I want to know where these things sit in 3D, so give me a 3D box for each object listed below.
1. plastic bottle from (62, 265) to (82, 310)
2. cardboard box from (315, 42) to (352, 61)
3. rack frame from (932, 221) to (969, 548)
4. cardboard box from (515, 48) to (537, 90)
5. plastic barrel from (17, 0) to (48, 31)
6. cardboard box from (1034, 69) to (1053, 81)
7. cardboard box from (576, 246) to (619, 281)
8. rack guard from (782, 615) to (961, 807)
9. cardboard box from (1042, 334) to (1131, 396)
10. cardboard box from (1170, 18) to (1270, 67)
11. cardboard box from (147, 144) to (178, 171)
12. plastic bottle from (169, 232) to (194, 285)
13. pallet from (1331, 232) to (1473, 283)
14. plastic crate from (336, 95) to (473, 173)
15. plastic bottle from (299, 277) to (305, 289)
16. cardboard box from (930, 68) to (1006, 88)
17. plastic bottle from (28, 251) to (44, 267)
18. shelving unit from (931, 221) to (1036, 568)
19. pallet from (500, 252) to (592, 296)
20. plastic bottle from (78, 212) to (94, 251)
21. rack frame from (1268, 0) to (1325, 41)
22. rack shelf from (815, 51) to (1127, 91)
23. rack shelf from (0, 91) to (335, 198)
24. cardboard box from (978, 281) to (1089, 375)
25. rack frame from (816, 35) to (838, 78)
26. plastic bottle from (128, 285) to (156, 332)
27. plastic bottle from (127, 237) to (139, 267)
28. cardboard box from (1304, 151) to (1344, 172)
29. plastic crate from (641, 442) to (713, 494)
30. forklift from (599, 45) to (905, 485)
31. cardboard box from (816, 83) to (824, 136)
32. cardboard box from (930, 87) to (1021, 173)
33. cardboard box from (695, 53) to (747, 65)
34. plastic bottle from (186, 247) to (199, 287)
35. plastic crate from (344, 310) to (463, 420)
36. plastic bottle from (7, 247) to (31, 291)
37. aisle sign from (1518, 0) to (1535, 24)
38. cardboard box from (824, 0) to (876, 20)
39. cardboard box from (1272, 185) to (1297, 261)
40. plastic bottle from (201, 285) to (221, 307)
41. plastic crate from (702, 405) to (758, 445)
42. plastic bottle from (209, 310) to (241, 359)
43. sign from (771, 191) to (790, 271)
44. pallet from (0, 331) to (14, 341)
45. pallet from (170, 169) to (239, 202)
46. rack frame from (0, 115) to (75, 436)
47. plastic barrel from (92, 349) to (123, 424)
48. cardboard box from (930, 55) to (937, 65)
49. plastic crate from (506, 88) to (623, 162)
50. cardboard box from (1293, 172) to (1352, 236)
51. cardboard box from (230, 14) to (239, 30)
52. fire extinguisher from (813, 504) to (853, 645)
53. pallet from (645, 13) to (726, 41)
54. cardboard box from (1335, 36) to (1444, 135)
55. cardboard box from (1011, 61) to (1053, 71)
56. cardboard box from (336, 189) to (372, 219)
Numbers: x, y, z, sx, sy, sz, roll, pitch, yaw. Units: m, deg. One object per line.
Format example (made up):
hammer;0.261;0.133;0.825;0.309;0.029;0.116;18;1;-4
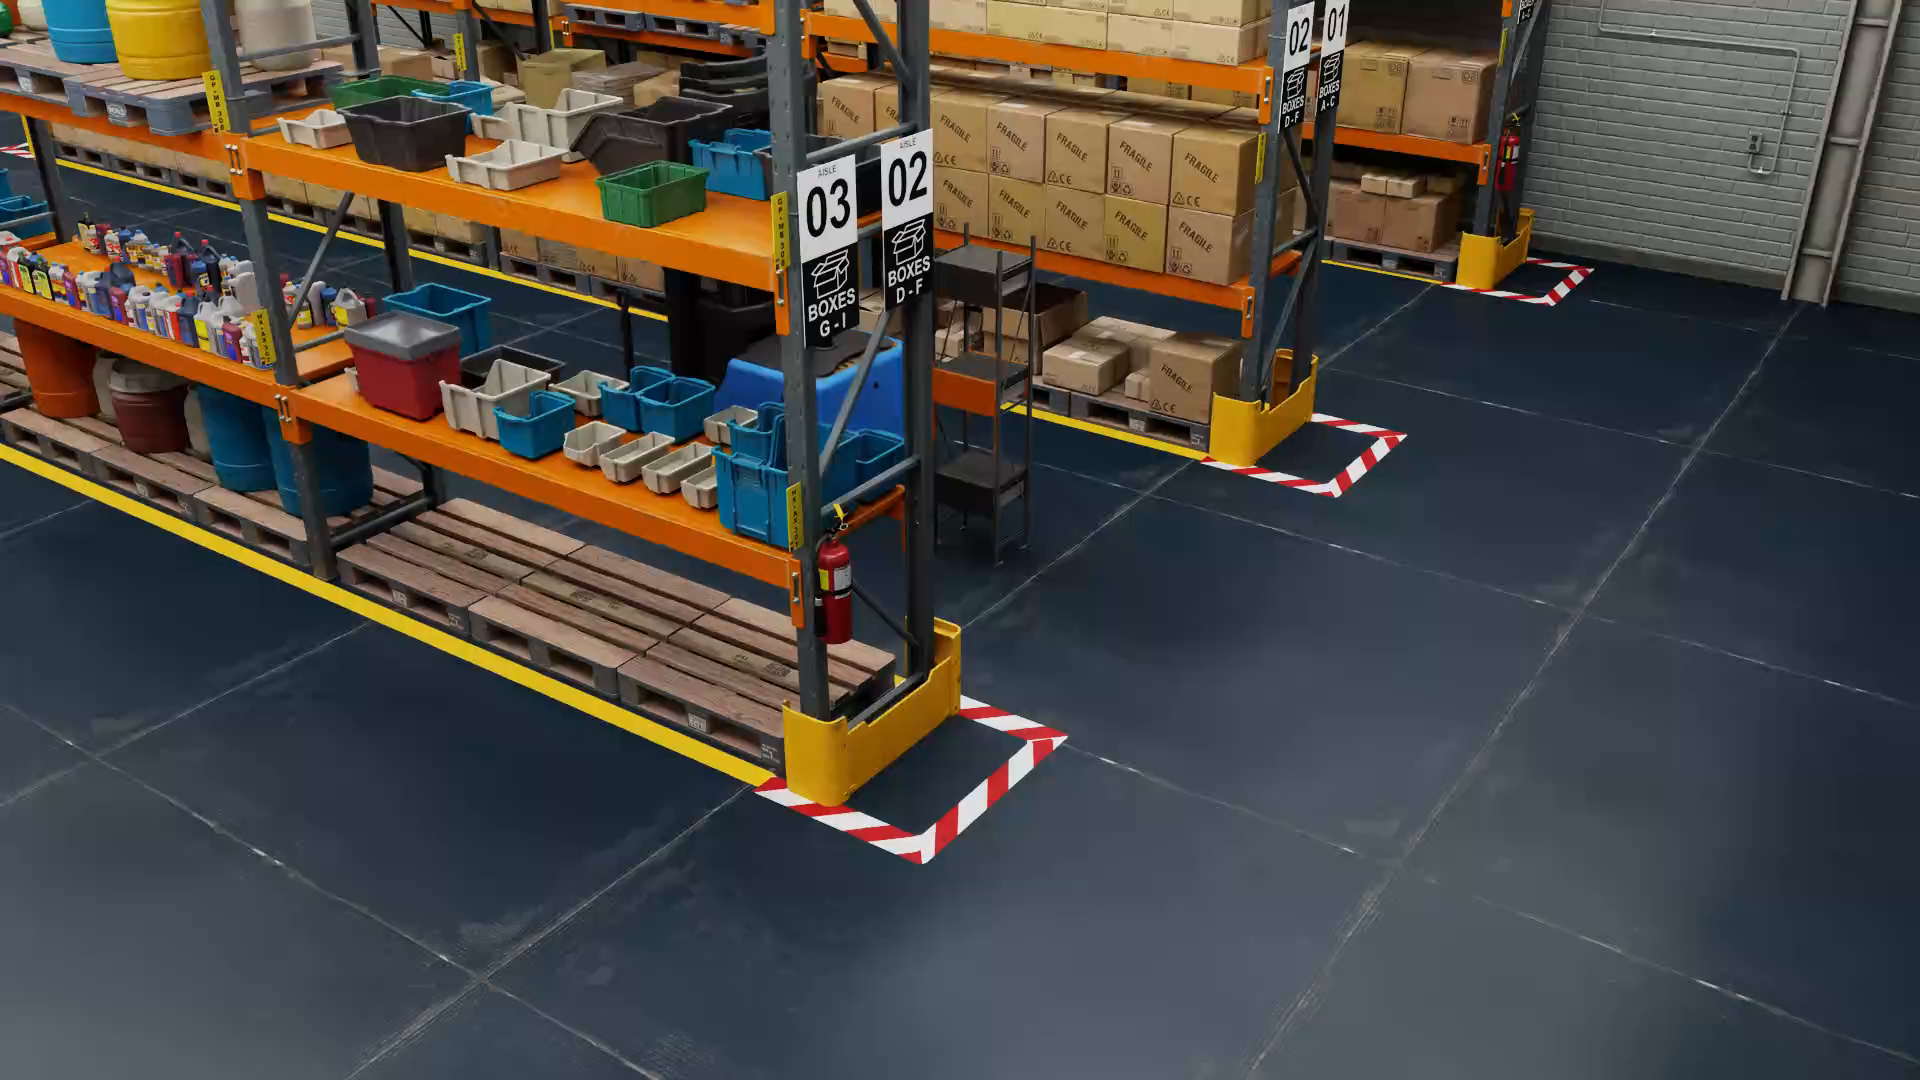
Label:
plastic bottle;-5.963;-1.699;11.184;0.133;0.283;0.061;17;32;30
cardboard box;-6.495;-4.881;17.198;0.500;0.500;0.500;20;33;34
rack frame;-0.065;-0.956;10.587;0.015;2.100;0.400;17;32;30
cardboard box;-5.630;-6.362;22.488;0.500;0.500;0.500;15;30;27
plastic barrel;-6.097;-3.539;11.053;0.301;0.262;0.301;0;27;0
cardboard box;0.994;-4.991;17.779;0.250;0.149;0.380;18;32;32
cardboard box;-3.197;-2.743;15.378;0.500;0.500;0.500;17;31;30
rack guard;-0.442;0.873;8.758;0.348;0.500;1.175;17;32;30
cardboard box;0.984;-1.367;12.949;0.500;0.250;0.500;17;32;30
cardboard box;1.765;-3.397;11.250;0.500;0.250;0.500;17;32;30
cardboard box;-8.886;-4.429;18.988;0.500;0.250;0.500;17;32;30
plastic bottle;-5.439;-1.981;11.663;0.185;0.351;0.144;17;32;30
pallet;4.436;-2.880;16.450;1.213;0.211;1.003;17;32;30
plastic crate;-2.898;-2.127;8.733;0.590;0.269;0.497;17;32;30
plastic bottle;-4.314;-1.608;11.018;0.097;0.271;0.097;0;27;0
cardboard box;0.028;-3.447;13.278;0.500;0.500;0.500;17;31;29
plastic bottle;-6.394;-1.872;11.536;0.097;0.271;0.097;0;27;0
shelving unit;0.136;-0.893;10.464;0.503;2.100;0.431;17;32;30
pallet;-3.662;-2.699;16.095;1.213;0.211;1.003;17;32;30
plastic bottle;-6.489;-2.301;12.366;0.133;0.283;0.061;17;32;30
rack frame;2.338;-4.767;10.470;0.127;3.000;1.000;17;32;30
rack shelf;0.194;-5.167;18.662;4.000;0.370;1.077;17;32;30
rack shelf;-5.415;-2.800;10.704;4.000;0.370;1.077;17;32;30
cardboard box;0.593;-1.724;13.371;0.637;0.503;0.797;17;32;30
rack frame;-1.455;-6.001;19.508;0.127;3.000;1.000;17;32;30
plastic bottle;-5.293;-1.512;10.825;0.135;0.276;0.152;17;32;30
plastic bottle;-5.973;-2.093;12.049;0.097;0.201;0.097;0;27;0
cardboard box;3.676;-3.819;16.798;0.250;0.149;0.380;18;32;31
plastic crate;-1.475;-0.373;8.675;0.243;0.136;0.396;17;32;30
forklift;-1.801;-1.916;11.557;3.031;2.935;1.130;19;32;32
cardboard box;-1.223;-3.558;14.134;0.500;0.500;0.700;7;28;13
cardboard box;0.119;-3.120;12.635;0.500;0.500;0.500;16;31;29
cardboard box;-2.939;-5.882;20.720;0.500;0.250;0.500;17;32;30
plastic bottle;-5.319;-1.903;11.584;0.133;0.283;0.061;17;32;30
plastic crate;-3.172;-1.002;9.549;0.583;0.464;0.402;17;32;30
plastic bottle;-6.509;-1.891;11.569;0.135;0.276;0.152;17;32;30
aisle sign;5.029;-4.974;14.625;0.004;0.787;0.394;17;32;30
cardboard box;-0.698;-4.173;12.775;0.500;0.250;0.500;17;32;30
cardboard box;2.122;-2.351;12.226;0.500;0.500;0.500;18;32;31
plastic bottle;-4.780;-1.463;10.646;0.185;0.351;0.144;17;32;30
plastic crate;-1.263;-0.626;9.171;0.298;0.136;0.250;17;32;30
plastic bottle;-4.575;-1.289;10.386;0.135;0.276;0.152;17;32;30
sign;-0.767;-1.323;7.125;0.005;0.325;0.100;17;32;30
pallet;-8.682;-1.581;13.898;1.213;0.211;1.003;17;32;30
pallet;-8.185;-4.152;18.950;1.213;0.211;1.003;17;32;30
rack frame;-7.064;-2.297;12.230;0.127;3.000;1.000;17;32;30
plastic barrel;-6.135;-1.145;12.246;0.421;0.512;0.421;0;27;0
cardboard box;-0.238;-5.407;18.596;0.250;0.149;0.380;18;32;31
plastic crate;-2.121;-2.211;8.885;0.530;0.282;0.437;17;32;30
cardboard box;3.679;-3.419;16.729;0.500;0.500;0.700;16;31;29
cardboard box;-7.899;-5.498;17.696;0.250;0.149;0.380;17;32;30
fire extinguisher;-0.602;0.167;7.886;0.183;0.674;0.296;17;32;30
pallet;-3.109;-6.408;20.521;1.213;0.211;1.003;17;32;30
cardboard box;4.108;-4.390;16.012;0.700;0.700;0.980;17;32;30
cardboard box;0.893;-5.311;17.693;0.500;0.500;0.500;18;32;31
cardboard box;-6.093;-3.546;17.253;0.500;0.250;0.500;18;32;31
